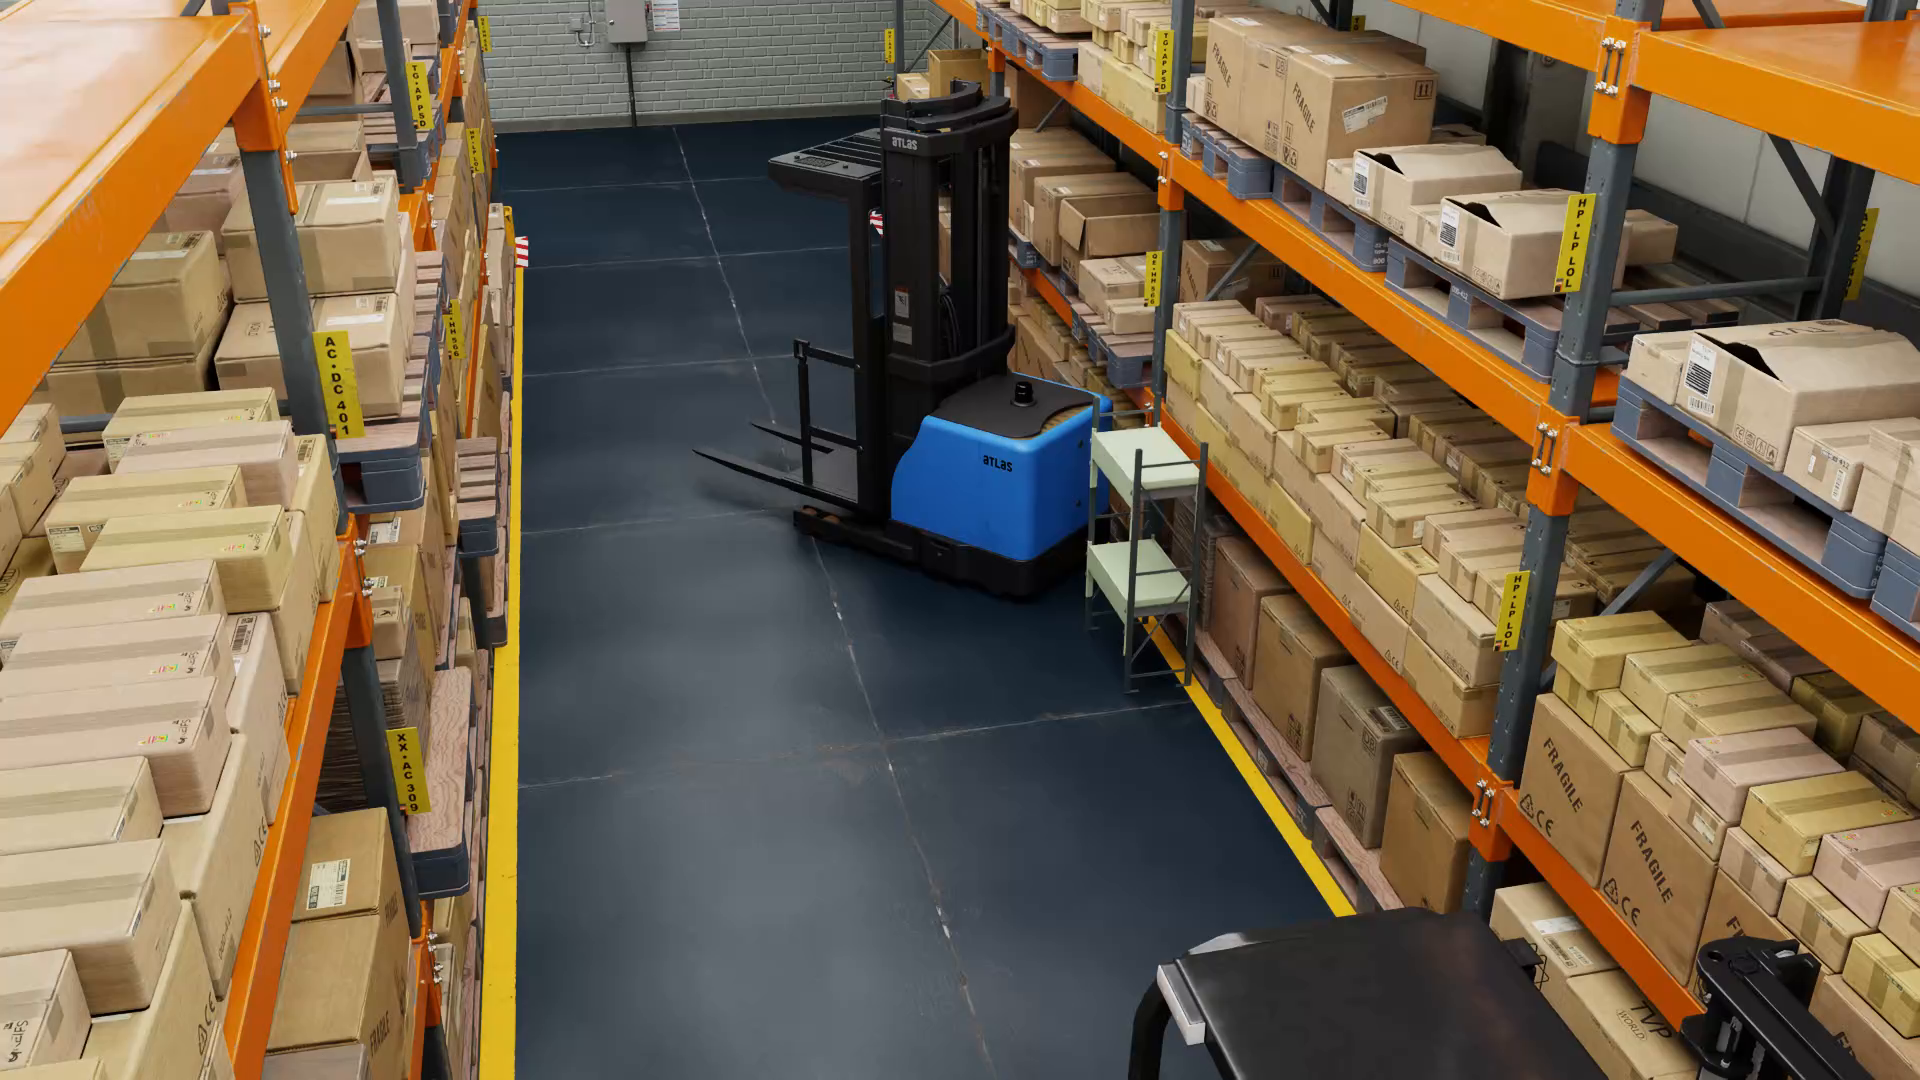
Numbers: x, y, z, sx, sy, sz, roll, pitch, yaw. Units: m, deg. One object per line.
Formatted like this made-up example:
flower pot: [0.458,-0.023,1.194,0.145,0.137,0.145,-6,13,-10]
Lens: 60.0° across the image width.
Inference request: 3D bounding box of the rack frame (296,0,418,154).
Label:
rack frame: [-3.199,-3.245,7.540,1.000,3.000,0.127,-6,27,-12]

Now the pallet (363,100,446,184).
pallet: [-3.396,-2.099,8.807,1.213,0.211,1.003,-5,27,-9]

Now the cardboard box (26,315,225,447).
cardboard box: [-2.570,-0.513,5.154,0.500,0.250,0.500,-6,28,-13]

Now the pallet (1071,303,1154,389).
pallet: [1.415,-1.278,10.512,1.213,0.211,1.003,-6,27,-12]

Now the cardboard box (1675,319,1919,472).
cardboard box: [2.487,-0.458,4.869,0.500,0.311,0.500,-5,27,-11]

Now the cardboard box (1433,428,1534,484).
cardboard box: [2.431,-0.392,7.714,0.380,0.149,0.250,-6,27,-12]

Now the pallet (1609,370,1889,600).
pallet: [2.755,-0.245,5.022,1.003,0.211,1.213,-6,27,-12]

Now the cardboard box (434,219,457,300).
cardboard box: [-3.193,-1.516,9.551,0.500,0.500,0.500,-6,27,-11]

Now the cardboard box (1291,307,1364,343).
cardboard box: [2.074,-1.181,9.277,0.380,0.149,0.250,-5,27,-10]

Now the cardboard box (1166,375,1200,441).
cardboard box: [1.498,-0.786,9.492,0.500,0.250,0.500,-6,27,-11]

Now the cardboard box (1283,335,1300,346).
cardboard box: [2.008,-1.060,9.480,0.500,0.250,0.500,-5,27,-10]

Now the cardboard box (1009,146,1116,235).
cardboard box: [0.742,-2.599,12.339,0.700,0.500,0.500,-6,27,-11]

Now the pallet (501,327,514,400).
pallet: [-4.196,-1.420,13.676,1.003,0.211,1.213,-6,27,-12]

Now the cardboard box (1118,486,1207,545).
cardboard box: [1.331,-0.308,10.686,0.500,0.500,0.500,-5,27,-10]

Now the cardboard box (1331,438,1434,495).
cardboard box: [1.927,-0.336,7.603,0.380,0.149,0.250,-6,27,-11]

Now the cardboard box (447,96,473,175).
cardboard box: [-3.972,-3.048,12.585,0.500,0.500,0.500,-6,27,-11]

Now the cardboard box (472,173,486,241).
cardboard box: [-3.951,-2.600,12.809,0.500,0.500,0.500,-5,27,-10]

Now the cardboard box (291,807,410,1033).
cardboard box: [-1.955,1.181,4.986,0.500,0.500,0.500,-7,28,-13]

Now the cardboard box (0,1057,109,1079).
cardboard box: [-1.330,0.842,2.164,0.380,0.149,0.250,-6,27,-12]

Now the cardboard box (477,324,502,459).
cardboard box: [-3.672,-0.902,11.447,0.875,0.875,0.875,-5,27,-10]

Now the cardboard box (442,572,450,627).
cardboard box: [-2.381,0.264,7.058,0.380,0.149,0.250,-5,27,-10]

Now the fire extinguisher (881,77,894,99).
fire extinguisher: [-0.650,-4.402,16.988,0.296,0.674,0.183,-6,27,-12]

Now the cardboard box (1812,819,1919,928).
cardboard box: [2.688,0.944,4.737,0.380,0.149,0.250,-6,27,-12]

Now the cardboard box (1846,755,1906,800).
cardboard box: [3.098,0.797,5.357,0.380,0.149,0.250,-6,27,-11]

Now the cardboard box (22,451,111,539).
cardboard box: [-2.465,0.005,4.265,0.500,0.250,0.500,-7,28,-13]

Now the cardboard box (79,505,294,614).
cardboard box: [-1.723,0.053,3.727,0.380,0.149,0.250,-5,27,-10]

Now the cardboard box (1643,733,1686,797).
cardboard box: [2.499,0.741,5.469,0.380,0.149,0.250,-6,27,-12]

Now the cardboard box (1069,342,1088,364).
cardboard box: [1.001,-1.323,11.977,0.380,0.149,0.250,-6,27,-11]

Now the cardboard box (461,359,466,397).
cardboard box: [-3.197,-0.964,9.844,0.500,0.250,0.500,-7,28,-13]

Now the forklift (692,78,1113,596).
forklift: [-0.503,-1.476,10.767,3.031,2.935,1.130,18,32,32]

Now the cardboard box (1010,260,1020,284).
cardboard box: [0.615,-2.144,13.274,0.380,0.149,0.250,-6,27,-12]

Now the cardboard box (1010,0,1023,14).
cardboard box: [0.565,-3.778,11.626,0.380,0.149,0.250,-6,27,-11]

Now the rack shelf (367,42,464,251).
rack shelf: [-3.650,-2.463,10.117,1.077,0.370,4.000,-6,27,-12]

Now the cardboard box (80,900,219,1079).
cardboard box: [-1.495,0.846,2.599,0.500,0.250,0.500,-5,27,-10]

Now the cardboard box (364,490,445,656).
cardboard box: [-2.336,0.151,6.562,0.500,0.500,0.500,-6,27,-12]

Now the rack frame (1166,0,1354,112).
rack frame: [1.636,-3.751,8.541,1.000,3.000,0.127,-6,27,-12]

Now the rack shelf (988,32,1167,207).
rack shelf: [1.185,-2.969,11.119,1.077,0.370,4.000,-6,27,-12]

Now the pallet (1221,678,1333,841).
pallet: [2.055,1.072,8.739,1.003,0.211,1.213,-6,27,-12]

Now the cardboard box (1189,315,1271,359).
cardboard box: [1.482,-1.120,9.156,0.380,0.149,0.250,-5,27,-10]

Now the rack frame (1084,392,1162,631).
rack frame: [0.946,-0.146,9.721,0.400,1.500,0.023,-6,27,-12]

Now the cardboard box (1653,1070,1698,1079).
cardboard box: [2.569,1.964,5.353,0.500,0.250,0.500,-5,27,-10]

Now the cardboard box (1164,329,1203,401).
cardboard box: [1.474,-1.007,9.374,0.500,0.250,0.500,-6,27,-12]

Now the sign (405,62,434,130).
sign: [-2.670,-2.191,8.206,0.100,0.325,0.005,-6,27,-12]

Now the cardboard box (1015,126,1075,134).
cardboard box: [0.766,-3.359,14.259,0.500,0.250,0.500,-6,27,-12]

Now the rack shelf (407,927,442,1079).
rack shelf: [-1.847,2.388,3.835,1.077,0.370,4.000,-6,27,-12]

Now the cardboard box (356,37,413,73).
cardboard box: [-3.528,-2.931,10.038,0.380,0.166,0.250,-4,27,-7]

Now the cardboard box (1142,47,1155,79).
cardboard box: [1.282,-2.770,9.651,0.380,0.149,0.250,-7,28,-13]

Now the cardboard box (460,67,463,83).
cardboard box: [-4.087,-3.603,12.965,0.380,0.149,0.250,-6,27,-12]

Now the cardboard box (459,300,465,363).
cardboard box: [-3.188,-1.198,9.753,0.500,0.250,0.500,-5,27,-10]

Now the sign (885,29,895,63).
sign: [-0.696,-4.916,16.547,0.100,0.325,0.005,-6,27,-12]

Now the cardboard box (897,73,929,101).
cardboard box: [-0.327,-4.424,16.369,0.500,0.250,0.500,-6,27,-11]

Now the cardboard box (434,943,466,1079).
cardboard box: [-2.418,1.944,6.365,0.950,0.372,0.625,-6,27,-11]

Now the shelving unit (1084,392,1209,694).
shelving unit: [1.031,0.014,9.403,0.431,1.500,0.755,-6,27,-12]

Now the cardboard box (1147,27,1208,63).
cardboard box: [1.270,-2.777,9.334,0.380,0.149,0.250,-5,27,-10]

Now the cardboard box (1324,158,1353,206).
cardboard box: [1.820,-1.566,7.244,0.380,0.149,0.250,-6,27,-12]

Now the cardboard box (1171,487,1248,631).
cardboard box: [1.763,0.075,9.788,0.875,0.625,0.625,-5,27,-10]

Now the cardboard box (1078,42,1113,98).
cardboard box: [1.057,-2.986,10.521,0.500,0.250,0.500,-6,27,-12]
